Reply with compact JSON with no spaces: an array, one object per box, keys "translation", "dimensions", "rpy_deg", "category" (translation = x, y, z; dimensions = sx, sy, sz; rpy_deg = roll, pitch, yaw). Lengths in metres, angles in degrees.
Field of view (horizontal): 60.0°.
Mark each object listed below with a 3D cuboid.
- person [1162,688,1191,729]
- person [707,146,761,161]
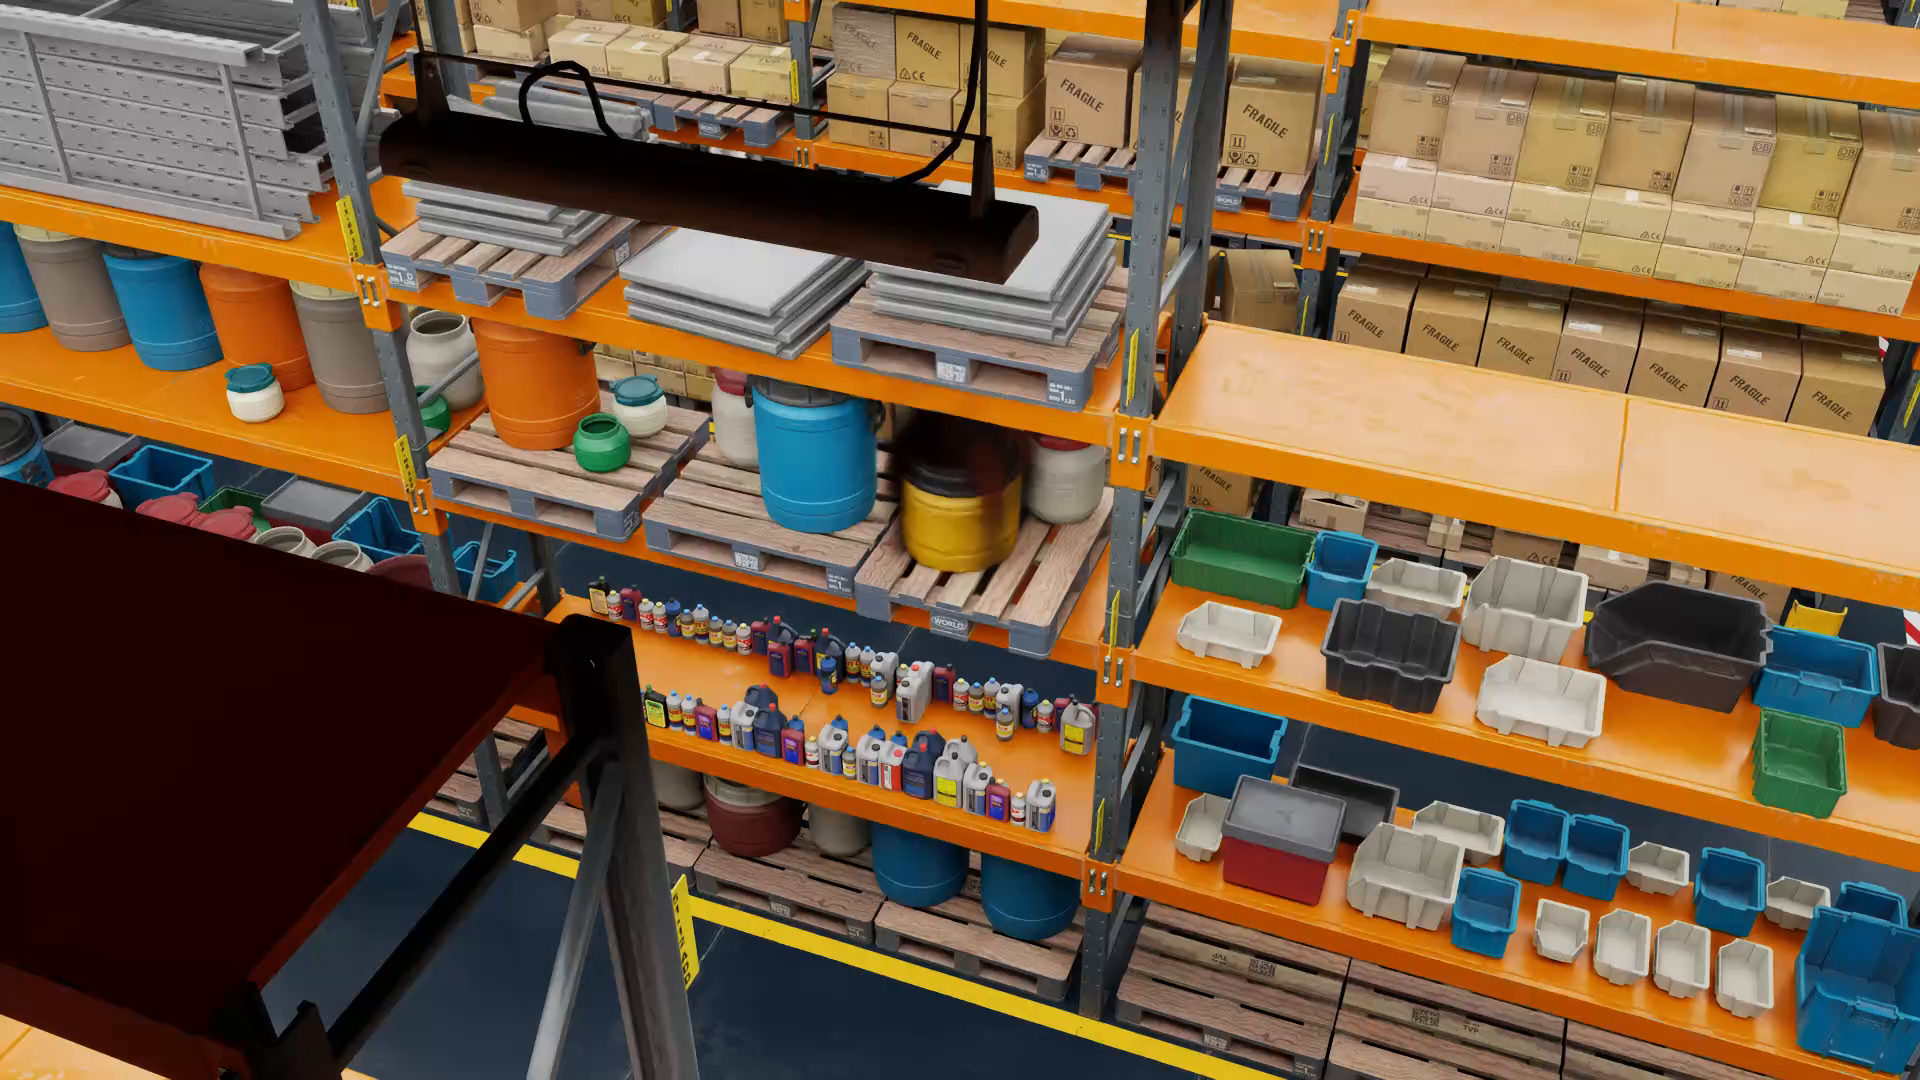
[{"translation":[1.468,0.754,10.805],"dimensions":[0.591,1.780,0.497],"rpy_deg":[14,39,18],"category":"person"},{"translation":[-2.275,-3.420,16.532],"dimensions":[0.627,1.792,0.538],"rpy_deg":[22,42,26],"category":"person"}]
